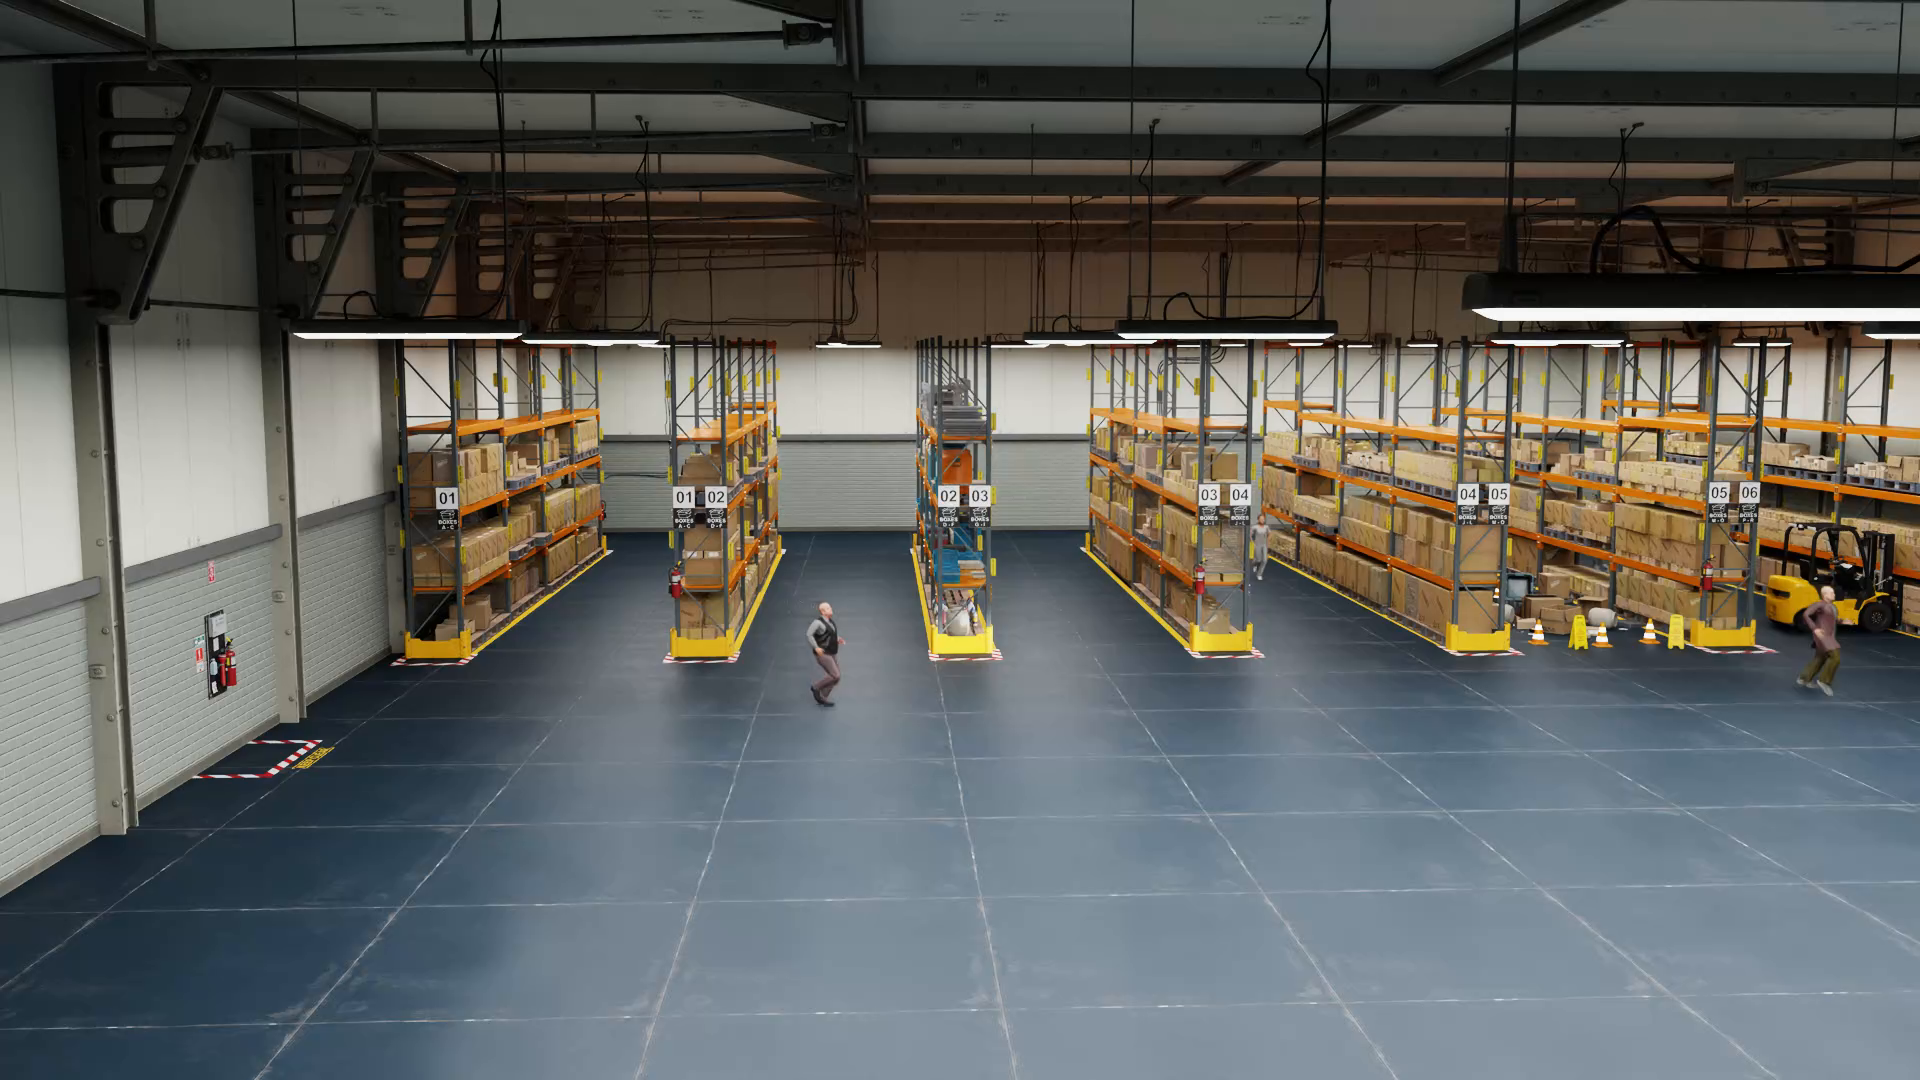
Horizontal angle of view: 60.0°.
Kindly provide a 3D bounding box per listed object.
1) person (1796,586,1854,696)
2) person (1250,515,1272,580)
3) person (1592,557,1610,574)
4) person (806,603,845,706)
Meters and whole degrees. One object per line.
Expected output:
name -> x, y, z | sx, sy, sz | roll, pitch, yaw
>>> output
person -> 14.504, 1.691, 27.892 | 0.829, 1.837, 0.681 | 6, 9, 44
person -> 7.572, 0.172, 41.932 | 0.577, 1.639, 0.566 | -1, 7, -7
person -> 15.789, 0.256, 40.893 | 0.623, 1.656, 0.727 | -1, 7, -8
person -> -2.123, 1.847, 26.773 | 0.523, 1.682, 0.715 | 3, 7, 23
